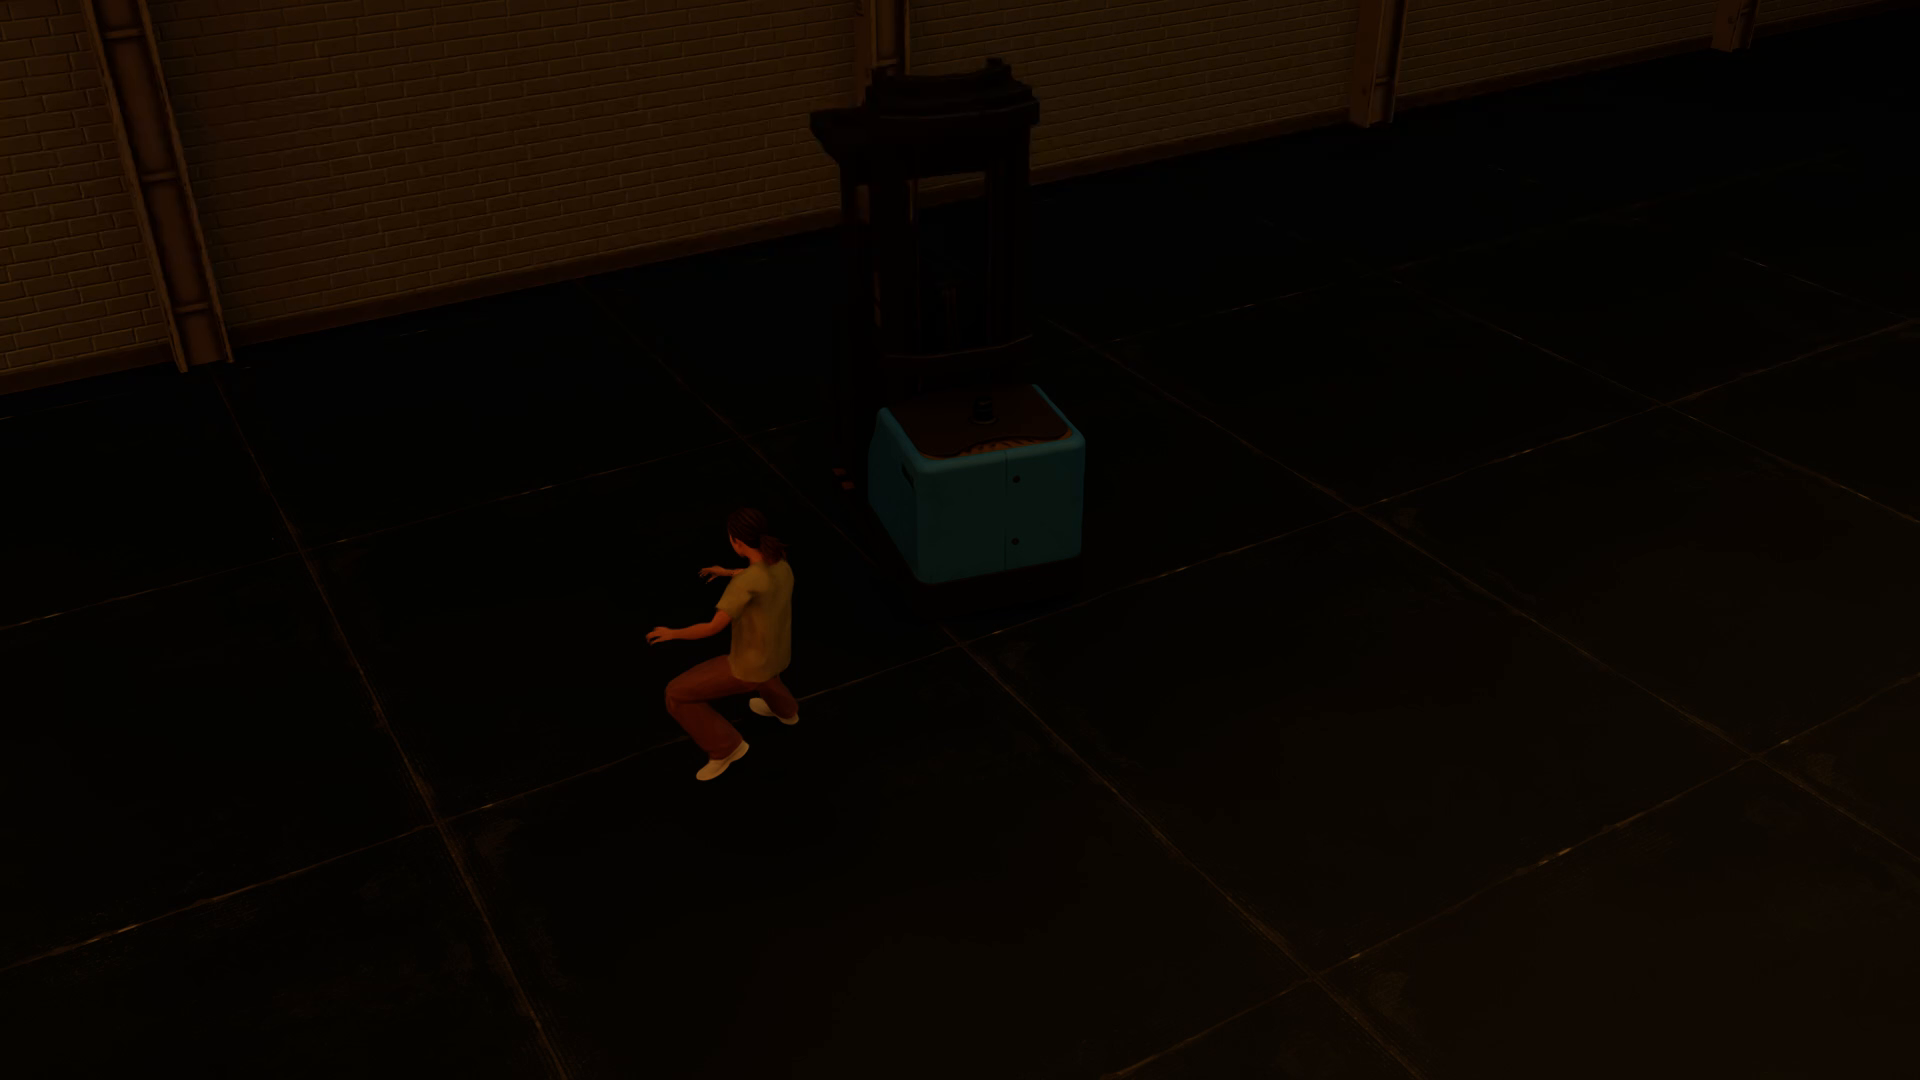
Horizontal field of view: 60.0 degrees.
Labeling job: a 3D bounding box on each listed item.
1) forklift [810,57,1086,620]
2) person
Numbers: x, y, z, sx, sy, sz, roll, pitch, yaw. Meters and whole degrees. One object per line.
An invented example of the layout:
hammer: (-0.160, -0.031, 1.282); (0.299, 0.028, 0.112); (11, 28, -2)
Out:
forklift: (-0.242, -1.541, 10.221); (1.130, 2.935, 3.031); (-10, 32, -17)
person: (-1.144, 0.484, 8.253); (0.687, 1.473, 0.873); (16, 34, 25)
